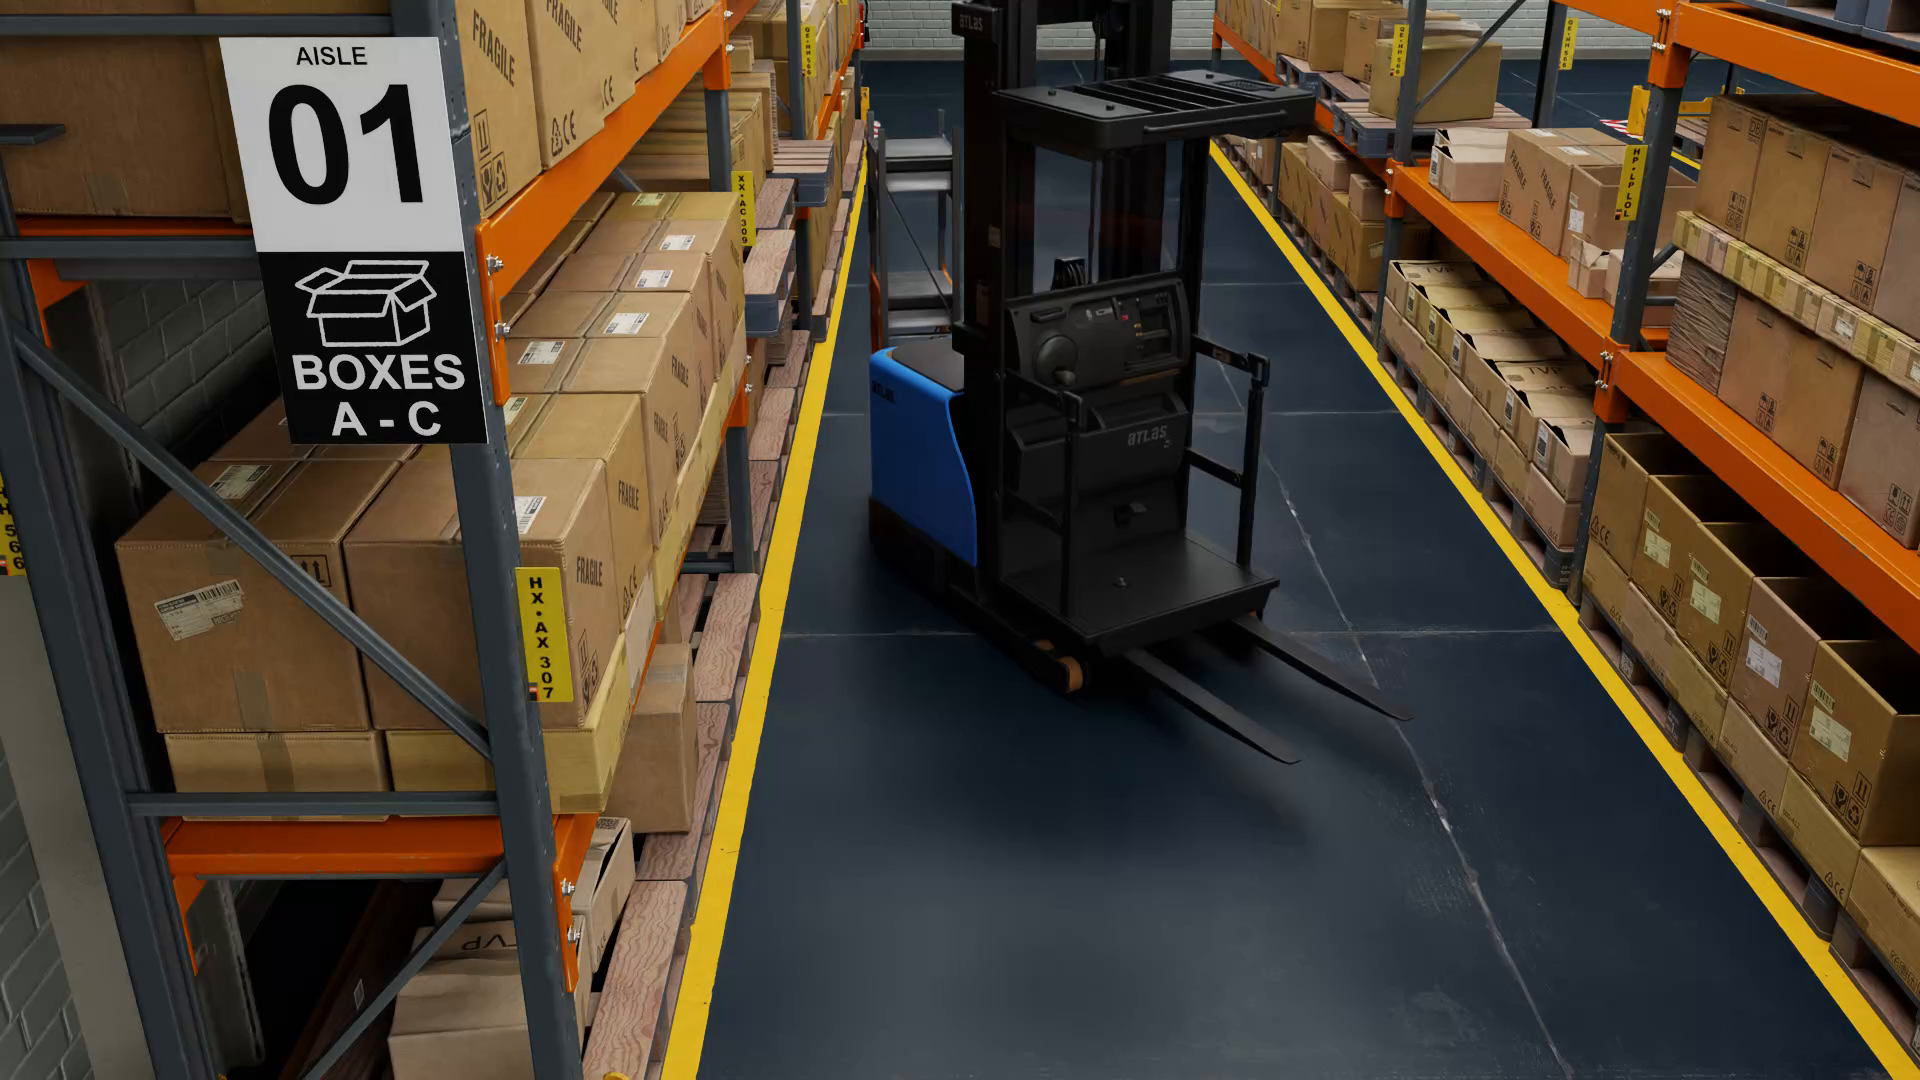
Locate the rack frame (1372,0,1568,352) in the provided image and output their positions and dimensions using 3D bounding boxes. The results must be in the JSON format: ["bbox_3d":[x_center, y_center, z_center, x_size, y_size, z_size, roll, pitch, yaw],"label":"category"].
[{"bbox_3d":[3.421,-2.716,11.115,1.000,3.000,0.127,0,24,-1],"label":"rack frame"}]

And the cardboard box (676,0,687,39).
[{"bbox_3d":[-1.243,-2.050,5.856,0.500,0.500,0.500,-2,24,-5],"label":"cardboard box"}]

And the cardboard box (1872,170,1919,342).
[{"bbox_3d":[3.492,-0.901,5.406,0.700,0.500,0.500,0,24,-1],"label":"cardboard box"}]

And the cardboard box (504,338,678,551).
[{"bbox_3d":[-1.144,-0.293,5.005,0.500,0.500,0.500,-1,24,-2],"label":"cardboard box"}]

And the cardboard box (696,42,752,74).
[{"bbox_3d":[-1.480,-2.959,10.210,0.380,0.149,0.250,-4,25,-9],"label":"cardboard box"}]

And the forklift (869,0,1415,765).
[{"bbox_3d":[0.739,-0.883,7.145,1.130,2.935,3.031,-14,28,-29],"label":"forklift"}]

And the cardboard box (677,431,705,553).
[{"bbox_3d":[-1.156,-0.171,5.646,0.500,0.250,0.500,0,24,0],"label":"cardboard box"}]

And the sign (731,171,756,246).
[{"bbox_3d":[-0.946,-1.444,7.252,0.100,0.325,0.005,0,24,-1],"label":"sign"}]

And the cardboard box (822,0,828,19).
[{"bbox_3d":[-1.313,-4.260,13.112,0.500,0.250,0.500,0,24,0],"label":"cardboard box"}]

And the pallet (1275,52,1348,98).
[{"bbox_3d":[3.277,-3.947,14.069,1.003,0.211,1.213,0,24,-1],"label":"pallet"}]

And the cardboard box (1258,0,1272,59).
[{"bbox_3d":[3.108,-4.827,15.661,0.500,0.500,0.500,0,24,1],"label":"cardboard box"}]

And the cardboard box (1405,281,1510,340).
[{"bbox_3d":[3.147,-1.476,10.521,0.500,0.311,0.500,-1,24,-2],"label":"cardboard box"}]

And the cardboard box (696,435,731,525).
[{"bbox_3d":[-1.513,-0.408,8.513,0.700,0.500,0.500,1,24,1],"label":"cardboard box"}]

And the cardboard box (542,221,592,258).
[{"bbox_3d":[-1.690,-0.918,6.388,0.500,0.500,0.500,0,24,-1],"label":"cardboard box"}]

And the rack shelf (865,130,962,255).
[{"bbox_3d":[-0.239,-1.771,8.452,0.431,0.518,0.480,-4,25,-8],"label":"rack shelf"}]

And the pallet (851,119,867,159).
[{"bbox_3d":[-1.533,-4.389,18.198,1.003,0.211,1.213,0,24,-1],"label":"pallet"}]

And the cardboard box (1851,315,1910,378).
[{"bbox_3d":[3.294,-0.659,5.658,0.380,0.149,0.250,0,24,-1],"label":"cardboard box"}]

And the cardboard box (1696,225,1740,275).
[{"bbox_3d":[3.277,-1.194,6.841,0.380,0.149,0.250,0,24,0],"label":"cardboard box"}]

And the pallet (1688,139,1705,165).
[{"bbox_3d":[8.268,-3.921,17.163,1.003,0.211,1.213,0,24,-1],"label":"pallet"}]

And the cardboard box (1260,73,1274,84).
[{"bbox_3d":[3.586,-4.851,18.335,0.500,0.500,0.500,0,24,-1],"label":"cardboard box"}]

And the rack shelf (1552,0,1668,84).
[{"bbox_3d":[3.443,-2.931,8.823,1.077,0.370,4.000,0,24,-1],"label":"rack shelf"}]

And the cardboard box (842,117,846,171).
[{"bbox_3d":[-1.484,-3.908,16.275,0.700,0.500,0.500,0,24,-1],"label":"cardboard box"}]

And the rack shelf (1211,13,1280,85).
[{"bbox_3d":[3.356,-4.860,16.729,1.077,0.370,4.000,0,24,-1],"label":"rack shelf"}]

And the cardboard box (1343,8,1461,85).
[{"bbox_3d":[3.458,-3.873,13.043,0.700,0.500,0.500,-6,25,-14],"label":"cardboard box"}]

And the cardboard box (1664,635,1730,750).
[{"bbox_3d":[3.167,0.599,6.614,0.500,0.250,0.500,0,24,-1],"label":"cardboard box"}]

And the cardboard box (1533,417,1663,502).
[{"bbox_3d":[3.174,-0.427,8.201,0.500,0.311,0.500,0,24,-1],"label":"cardboard box"}]

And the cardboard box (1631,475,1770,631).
[{"bbox_3d":[3.170,0.051,6.915,0.500,0.500,0.500,0,24,-1],"label":"cardboard box"}]

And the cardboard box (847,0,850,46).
[{"bbox_3d":[-1.586,-5.301,16.467,0.980,0.700,0.700,-1,24,-3],"label":"cardboard box"}]

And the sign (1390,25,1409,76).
[{"bbox_3d":[2.879,-3.201,10.878,0.100,0.325,0.005,0,24,-1],"label":"sign"}]

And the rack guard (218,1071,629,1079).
[{"bbox_3d":[-1.446,1.712,4.358,1.175,0.500,0.348,0,24,-1],"label":"rack guard"}]

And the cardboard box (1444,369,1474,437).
[{"bbox_3d":[3.156,-0.805,9.716,0.500,0.250,0.500,0,24,1],"label":"cardboard box"}]

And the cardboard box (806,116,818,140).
[{"bbox_3d":[-1.217,-2.937,11.885,0.380,0.149,0.250,0,24,1],"label":"cardboard box"}]

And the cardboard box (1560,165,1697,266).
[{"bbox_3d":[3.467,-1.647,8.630,0.500,0.500,0.500,1,24,3],"label":"cardboard box"}]

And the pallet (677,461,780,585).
[{"bbox_3d":[-1.499,-0.094,8.702,1.003,0.211,1.213,0,24,-1],"label":"pallet"}]

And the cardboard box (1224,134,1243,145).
[{"bbox_3d":[3.067,-4.322,17.470,0.500,0.250,0.500,0,24,-1],"label":"cardboard box"}]

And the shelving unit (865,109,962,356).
[{"bbox_3d":[-0.239,-1.145,8.734,0.431,2.100,0.503,-4,25,-8],"label":"shelving unit"}]

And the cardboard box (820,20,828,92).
[{"bbox_3d":[-1.296,-3.718,12.825,0.500,0.500,0.500,0,24,1],"label":"cardboard box"}]

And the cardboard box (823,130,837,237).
[{"bbox_3d":[-1.426,-2.919,13.662,0.750,0.750,0.750,0,24,1],"label":"cardboard box"}]

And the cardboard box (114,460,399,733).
[{"bbox_3d":[-1.663,0.129,4.073,0.500,0.500,0.500,-1,24,-1],"label":"cardboard box"}]

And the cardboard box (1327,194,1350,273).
[{"bbox_3d":[3.171,-2.375,12.860,0.500,0.500,0.500,-1,24,-2],"label":"cardboard box"}]

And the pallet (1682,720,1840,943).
[{"bbox_3d":[3.448,1.035,6.206,1.003,0.211,1.213,0,24,-1],"label":"pallet"}]

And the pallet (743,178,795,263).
[{"bbox_3d":[-1.470,-1.789,9.298,1.003,0.211,1.213,0,24,-1],"label":"pallet"}]

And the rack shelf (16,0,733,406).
[{"bbox_3d":[-1.467,-1.258,5.126,1.077,0.370,4.000,0,24,-1],"label":"rack shelf"}]

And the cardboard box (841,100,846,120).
[{"bbox_3d":[-1.303,-4.139,15.997,0.380,0.149,0.250,1,24,1],"label":"cardboard box"}]

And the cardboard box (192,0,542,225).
[{"bbox_3d":[-1.199,-0.956,3.438,0.500,0.500,0.500,0,24,1],"label":"cardboard box"}]

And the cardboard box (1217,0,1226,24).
[{"bbox_3d":[3.075,-5.874,17.976,0.500,0.500,0.500,0,24,1],"label":"cardboard box"}]

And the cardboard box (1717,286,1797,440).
[{"bbox_3d":[3.488,-0.713,6.565,0.700,0.500,0.500,-1,24,-1],"label":"cardboard box"}]

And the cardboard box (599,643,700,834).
[{"bbox_3d":[-1.327,0.720,6.017,0.700,0.500,0.500,-2,24,-4],"label":"cardboard box"}]

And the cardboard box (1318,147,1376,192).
[{"bbox_3d":[3.156,-2.948,13.218,0.500,0.250,0.500,-1,24,-2],"label":"cardboard box"}]

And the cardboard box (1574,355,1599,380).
[{"bbox_3d":[3.702,-0.852,9.141,0.500,0.311,0.500,-1,24,-2],"label":"cardboard box"}]

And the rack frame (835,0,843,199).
[{"bbox_3d":[-1.576,-4.340,14.706,1.000,3.000,0.127,0,24,-1],"label":"rack frame"}]

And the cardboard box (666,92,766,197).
[{"bbox_3d":[-1.481,-2.231,9.388,0.700,0.500,0.500,0,24,-1],"label":"cardboard box"}]

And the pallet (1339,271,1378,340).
[{"bbox_3d":[3.451,-1.753,12.370,1.003,0.211,1.213,0,24,-1],"label":"pallet"}]
